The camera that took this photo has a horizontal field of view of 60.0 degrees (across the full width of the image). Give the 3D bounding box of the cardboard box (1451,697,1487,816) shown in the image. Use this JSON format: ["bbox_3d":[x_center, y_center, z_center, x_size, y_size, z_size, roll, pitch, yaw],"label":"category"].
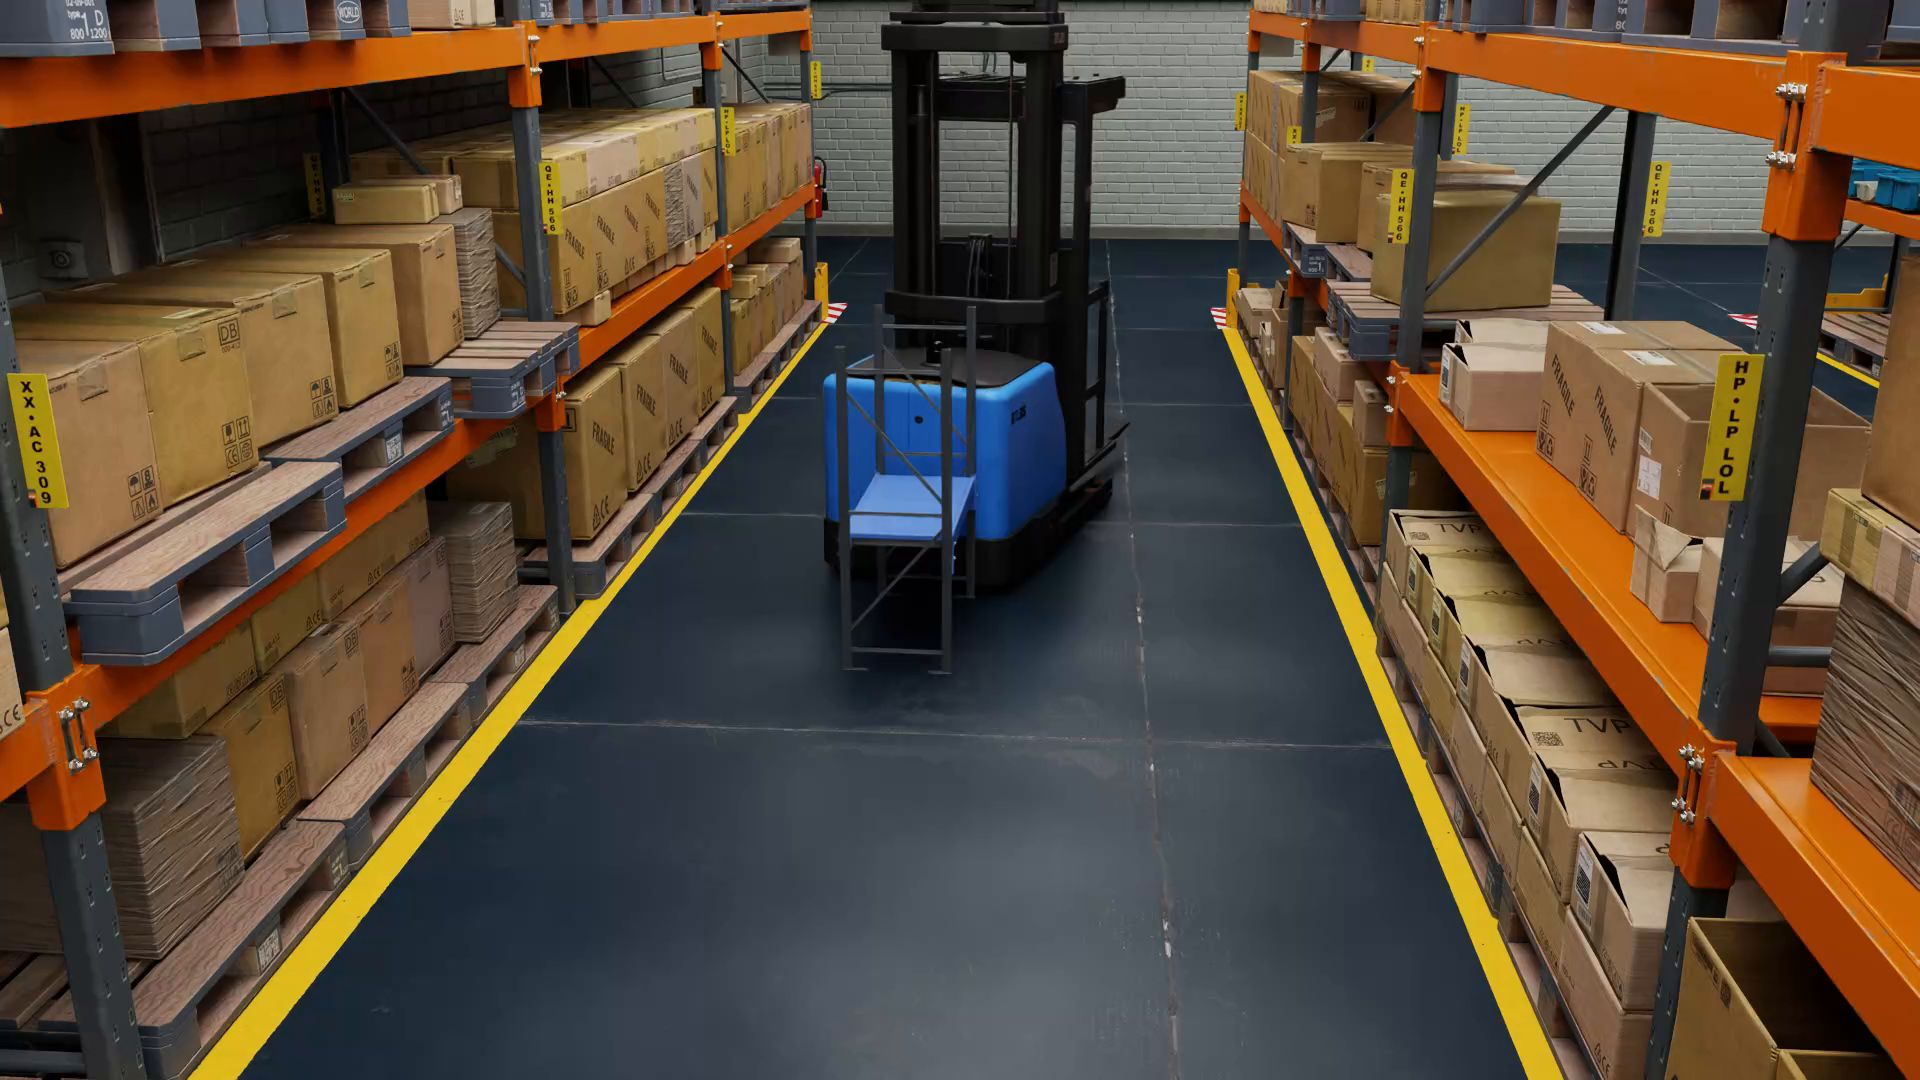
[{"bbox_3d":[2.074,0.777,5.975,0.500,0.250,0.500,2,18,5],"label":"cardboard box"}]

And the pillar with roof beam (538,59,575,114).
[{"bbox_3d":[1.335,-5.306,11.165,9.100,9.000,0.400,1,18,4],"label":"pillar with roof beam"}]

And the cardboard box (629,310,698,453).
[{"bbox_3d":[-2.124,-1.012,10.472,0.750,0.750,0.750,2,18,6],"label":"cardboard box"}]

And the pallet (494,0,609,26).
[{"bbox_3d":[-2.440,-2.609,8.055,1.213,0.211,1.003,2,18,6],"label":"pallet"}]

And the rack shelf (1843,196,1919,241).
[{"bbox_3d":[7.879,-2.373,13.003,1.077,0.370,4.000,1,18,4],"label":"rack shelf"}]

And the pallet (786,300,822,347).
[{"bbox_3d":[-1.839,-1.982,15.132,1.003,0.211,1.213,1,18,4],"label":"pallet"}]

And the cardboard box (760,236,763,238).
[{"bbox_3d":[-2.000,-2.701,15.146,0.380,0.149,0.250,1,18,4],"label":"cardboard box"}]

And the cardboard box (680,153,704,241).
[{"bbox_3d":[-1.954,-2.205,10.666,0.500,0.500,0.500,1,18,4],"label":"cardboard box"}]

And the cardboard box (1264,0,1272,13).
[{"bbox_3d":[2.709,-4.338,13.267,0.500,0.250,0.500,1,18,4],"label":"cardboard box"}]

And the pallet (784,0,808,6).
[{"bbox_3d":[-1.902,-4.710,14.304,1.003,0.211,1.213,1,18,4],"label":"pallet"}]

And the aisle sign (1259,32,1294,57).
[{"bbox_3d":[2.794,-4.711,14.807,0.394,0.787,0.004,1,18,4],"label":"aisle sign"}]

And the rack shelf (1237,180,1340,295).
[{"bbox_3d":[2.939,-2.485,13.344,1.077,0.370,4.000,1,18,4],"label":"rack shelf"}]

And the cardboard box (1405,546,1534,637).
[{"bbox_3d":[2.149,0.197,6.845,0.500,0.311,0.500,1,18,3],"label":"cardboard box"}]

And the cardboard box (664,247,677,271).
[{"bbox_3d":[-1.990,-1.777,10.401,0.380,0.149,0.250,1,18,4],"label":"cardboard box"}]

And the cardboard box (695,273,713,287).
[{"bbox_3d":[-2.145,-2.070,13.220,0.380,0.149,0.250,1,18,2],"label":"cardboard box"}]

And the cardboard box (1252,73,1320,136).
[{"bbox_3d":[2.757,-3.676,14.057,0.500,0.500,0.500,1,18,4],"label":"cardboard box"}]

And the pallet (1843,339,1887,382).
[{"bbox_3d":[7.834,-1.378,13.288,1.003,0.211,1.213,1,18,4],"label":"pallet"}]

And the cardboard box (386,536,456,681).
[{"bbox_3d":[-2.585,0.289,7.033,0.700,0.500,0.500,1,18,4],"label":"cardboard box"}]

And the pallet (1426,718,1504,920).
[{"bbox_3d":[2.320,0.995,6.048,1.003,0.211,1.213,1,18,4],"label":"pallet"}]

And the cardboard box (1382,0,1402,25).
[{"bbox_3d":[2.543,-2.731,7.961,0.910,0.500,0.500,1,18,4],"label":"cardboard box"}]

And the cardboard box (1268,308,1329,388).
[{"bbox_3d":[2.553,-1.410,12.216,0.500,0.500,0.500,1,18,4],"label":"cardboard box"}]

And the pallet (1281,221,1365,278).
[{"bbox_3d":[2.629,-1.868,10.616,1.003,0.211,1.213,1,18,4],"label":"pallet"}]

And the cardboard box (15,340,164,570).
[{"bbox_3d":[-2.649,-0.244,4.483,0.700,0.500,0.500,1,18,4],"label":"cardboard box"}]

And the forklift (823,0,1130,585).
[{"bbox_3d":[0.281,-1.584,9.549,1.130,2.935,3.031,7,19,20],"label":"forklift"}]

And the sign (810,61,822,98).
[{"bbox_3d":[-1.319,-4.203,15.194,0.100,0.325,0.005,1,18,4],"label":"sign"}]

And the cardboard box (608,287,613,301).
[{"bbox_3d":[-2.143,-1.380,9.189,0.380,0.149,0.250,2,18,5],"label":"cardboard box"}]

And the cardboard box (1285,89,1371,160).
[{"bbox_3d":[2.573,-2.891,11.662,0.500,0.500,0.500,1,18,4],"label":"cardboard box"}]

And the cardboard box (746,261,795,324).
[{"bbox_3d":[-1.846,-2.194,14.641,0.700,0.500,0.500,1,18,4],"label":"cardboard box"}]

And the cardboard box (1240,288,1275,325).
[{"bbox_3d":[2.724,-2.032,14.517,0.500,0.250,0.500,1,18,4],"label":"cardboard box"}]

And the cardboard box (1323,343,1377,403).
[{"bbox_3d":[2.410,-0.972,9.675,0.500,0.250,0.500,1,18,3],"label":"cardboard box"}]

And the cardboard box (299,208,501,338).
[{"bbox_3d":[-2.457,-1.183,7.348,0.700,0.500,0.500,-1,18,-3],"label":"cardboard box"}]

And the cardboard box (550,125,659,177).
[{"bbox_3d":[-2.043,-2.243,9.578,0.500,0.250,0.500,1,18,3],"label":"cardboard box"}]

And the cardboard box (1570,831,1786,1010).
[{"bbox_3d":[1.965,0.988,4.432,0.500,0.311,0.500,1,18,4],"label":"cardboard box"}]

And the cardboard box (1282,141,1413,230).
[{"bbox_3d":[2.538,-2.310,10.821,0.700,0.500,0.500,-5,19,-15],"label":"cardboard box"}]

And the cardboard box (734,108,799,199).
[{"bbox_3d":[-1.927,-3.315,14.240,0.980,0.700,0.700,1,18,3],"label":"cardboard box"}]

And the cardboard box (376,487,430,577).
[{"bbox_3d":[-2.536,-0.050,6.861,0.500,0.250,0.500,2,18,5],"label":"cardboard box"}]

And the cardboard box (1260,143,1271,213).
[{"bbox_3d":[2.679,-2.892,13.271,0.500,0.500,0.500,2,18,5],"label":"cardboard box"}]

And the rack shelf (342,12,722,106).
[{"bbox_3d":[-2.289,-2.777,9.419,1.077,0.370,4.000,1,18,4],"label":"rack shelf"}]

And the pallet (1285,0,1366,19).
[{"bbox_3d":[2.678,-3.340,10.285,1.213,0.211,1.003,1,18,4],"label":"pallet"}]

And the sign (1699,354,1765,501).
[{"bbox_3d":[1.680,-0.242,3.613,0.100,0.325,0.005,1,18,4],"label":"sign"}]

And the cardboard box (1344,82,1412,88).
[{"bbox_3d":[3.183,-3.188,12.568,0.500,0.500,0.500,1,18,2],"label":"cardboard box"}]

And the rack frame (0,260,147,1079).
[{"bbox_3d":[-2.716,0.170,4.087,0.949,2.616,0.053,1,18,4],"label":"rack frame"}]

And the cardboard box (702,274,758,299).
[{"bbox_3d":[-1.784,-1.967,12.907,0.380,0.149,0.250,2,18,6],"label":"cardboard box"}]

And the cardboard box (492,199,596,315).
[{"bbox_3d":[-2.143,-1.416,8.257,0.500,0.500,0.500,2,18,6],"label":"cardboard box"}]

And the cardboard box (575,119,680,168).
[{"bbox_3d":[-2.007,-2.402,10.061,0.500,0.250,0.500,2,18,5],"label":"cardboard box"}]

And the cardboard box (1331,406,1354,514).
[{"bbox_3d":[2.379,-0.441,9.258,0.500,0.500,0.500,1,18,2],"label":"cardboard box"}]

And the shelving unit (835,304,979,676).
[{"bbox_3d":[-0.229,-0.267,7.829,0.538,1.500,1.048,2,18,6],"label":"shelving unit"}]

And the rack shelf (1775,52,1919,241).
[{"bbox_3d":[2.078,-0.183,1.503,1.077,0.370,4.000,1,18,4],"label":"rack shelf"}]

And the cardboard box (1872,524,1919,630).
[{"bbox_3d":[1.991,0.081,3.157,0.380,0.149,0.250,2,18,5],"label":"cardboard box"}]

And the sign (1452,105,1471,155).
[{"bbox_3d":[3.349,-2.744,11.121,0.100,0.325,0.005,1,18,4],"label":"sign"}]

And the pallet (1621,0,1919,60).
[{"bbox_3d":[2.272,-1.329,4.153,0.805,0.209,1.217,1,18,2],"label":"pallet"}]

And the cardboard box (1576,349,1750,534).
[{"bbox_3d":[2.367,-0.326,5.439,0.500,0.500,0.500,1,18,4],"label":"cardboard box"}]

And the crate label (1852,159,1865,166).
[{"bbox_3d":[7.676,-3.216,14.592,0.416,0.233,0.303,1,18,4],"label":"crate label"}]
